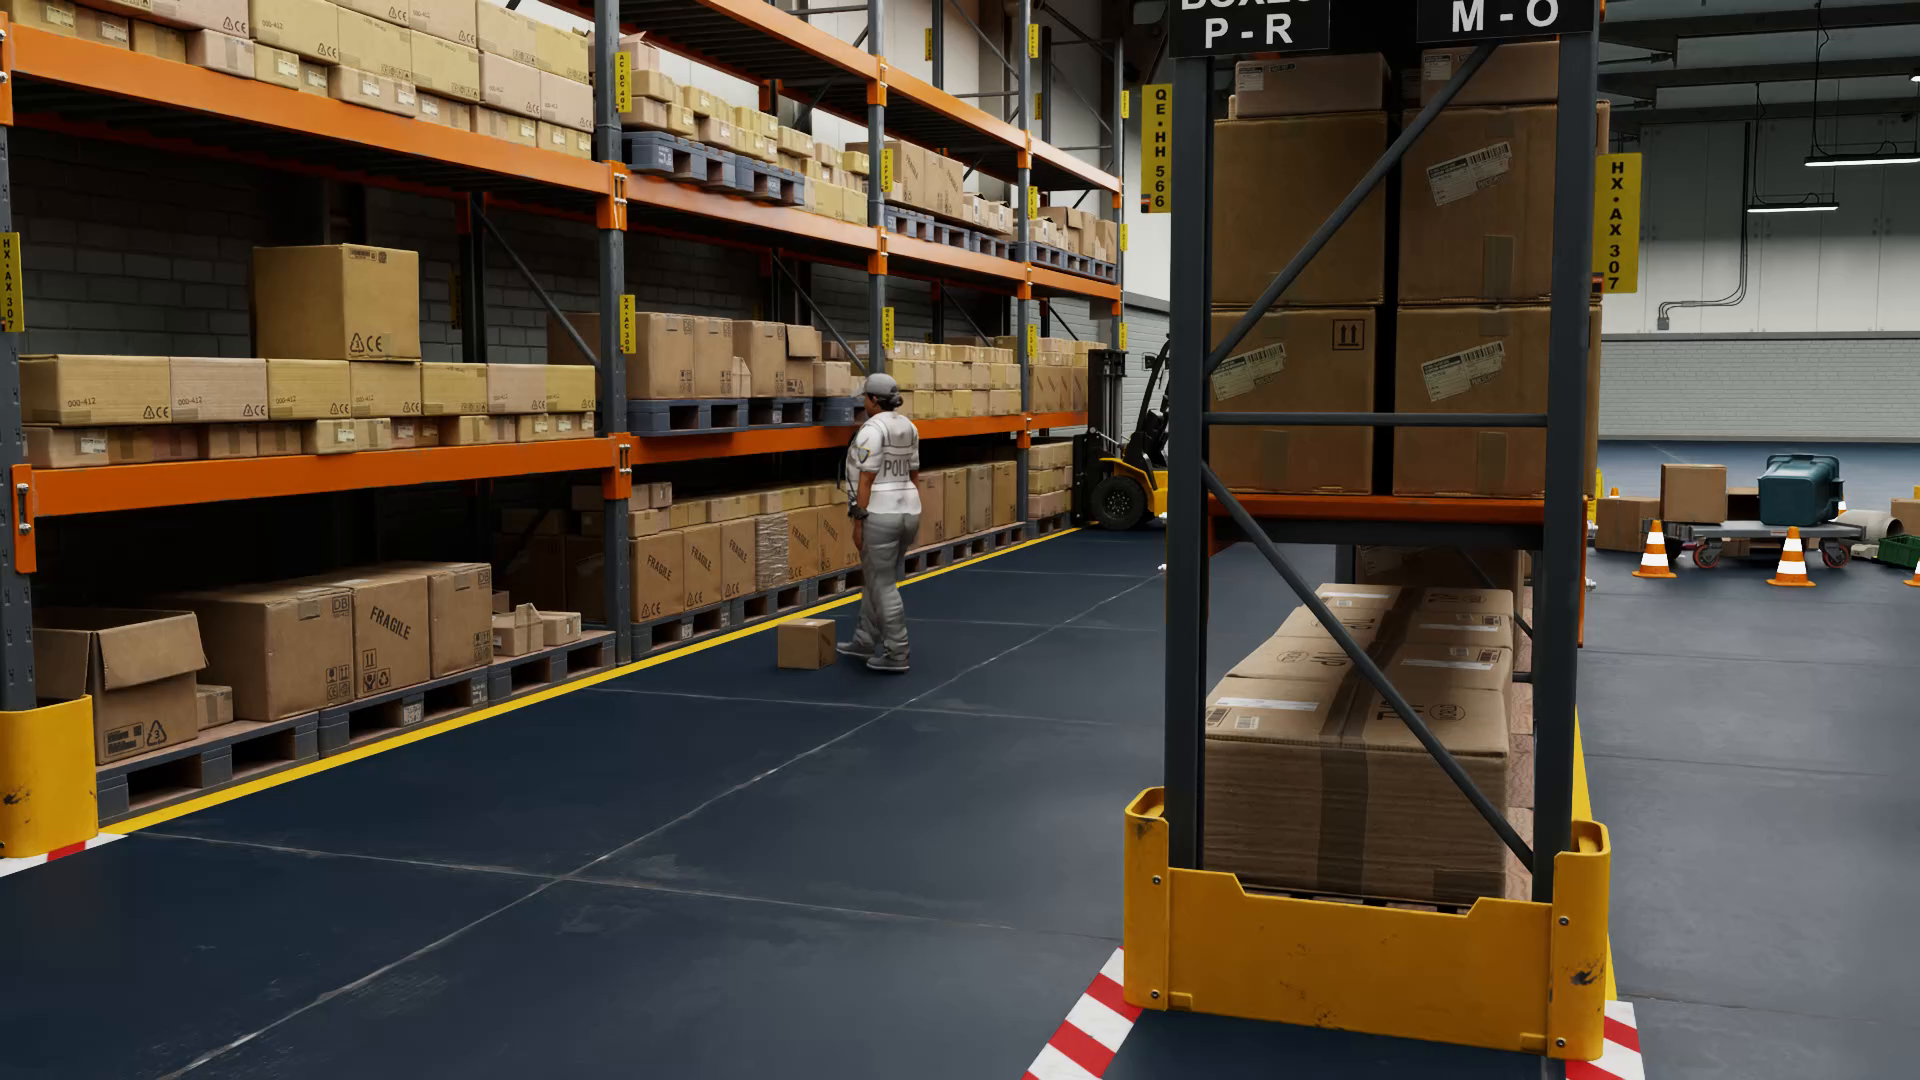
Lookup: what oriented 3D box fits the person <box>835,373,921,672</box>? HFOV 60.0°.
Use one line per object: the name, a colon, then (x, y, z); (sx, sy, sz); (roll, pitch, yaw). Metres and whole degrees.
person: (-0.539, -0.109, 9.344); (0.650, 1.653, 0.481); (3, 6, 30)
